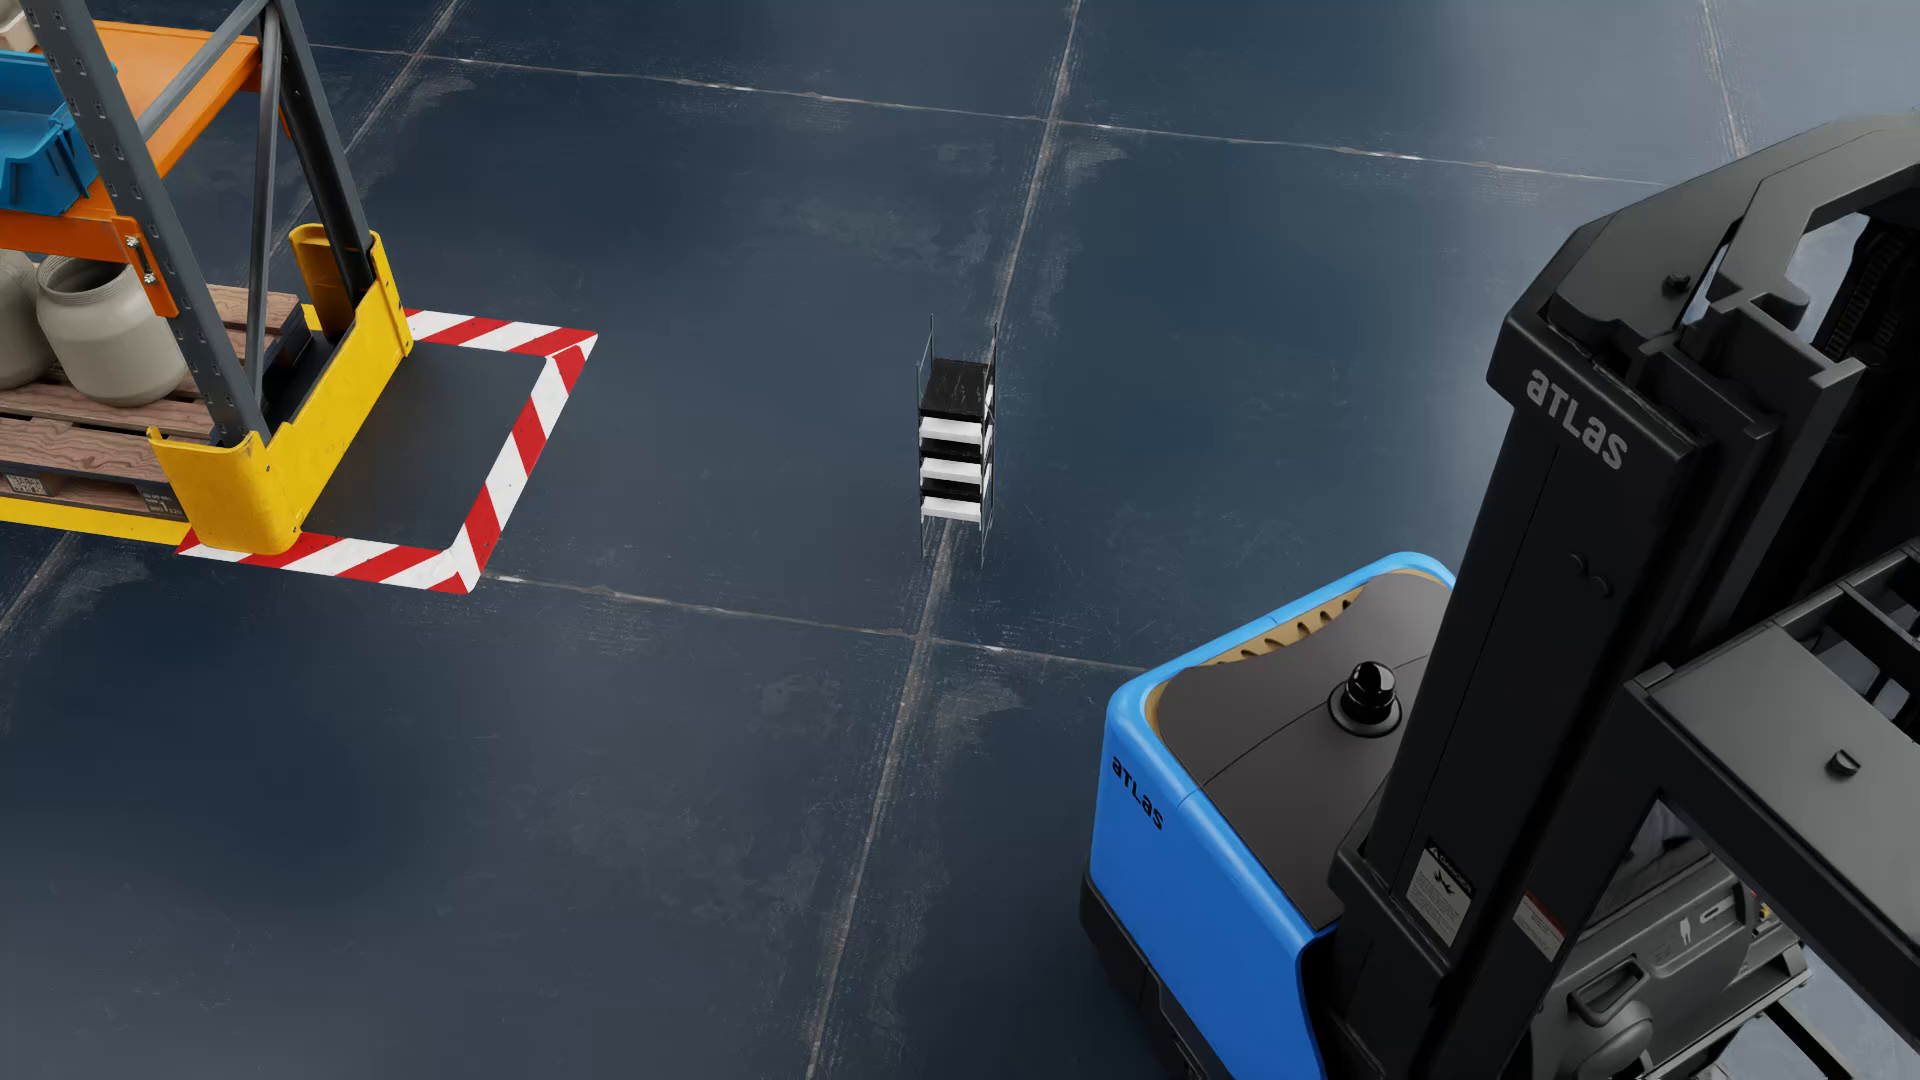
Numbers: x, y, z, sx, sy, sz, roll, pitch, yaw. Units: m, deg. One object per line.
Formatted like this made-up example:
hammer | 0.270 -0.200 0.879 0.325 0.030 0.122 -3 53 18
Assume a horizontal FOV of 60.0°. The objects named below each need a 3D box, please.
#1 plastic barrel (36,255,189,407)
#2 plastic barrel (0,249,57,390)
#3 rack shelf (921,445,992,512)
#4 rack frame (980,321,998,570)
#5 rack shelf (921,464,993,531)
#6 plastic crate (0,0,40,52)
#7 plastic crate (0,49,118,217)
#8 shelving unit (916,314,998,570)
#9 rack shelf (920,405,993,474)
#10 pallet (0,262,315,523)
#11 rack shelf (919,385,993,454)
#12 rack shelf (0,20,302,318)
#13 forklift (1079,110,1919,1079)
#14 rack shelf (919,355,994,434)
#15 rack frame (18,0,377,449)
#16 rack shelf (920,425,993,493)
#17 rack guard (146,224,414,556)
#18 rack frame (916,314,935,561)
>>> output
plastic barrel | -2.954 -0.755 5.802 0.421 0.512 0.421 0 48 0
plastic barrel | -3.447 -0.822 5.862 0.421 0.512 0.421 0 48 0
rack shelf | -0.008 -0.219 5.508 0.200 0.077 0.258 8 49 7
rack frame | 0.092 -0.288 5.404 0.006 0.900 0.240 8 49 7
rack shelf | -0.008 -0.159 5.575 0.200 0.077 0.258 8 49 7
plastic crate | -3.116 -1.681 5.421 0.250 0.136 0.298 8 49 7
plastic crate | -2.839 -1.213 4.923 0.616 0.251 0.499 8 49 7
shelving unit | -0.008 -0.302 5.416 0.210 0.900 0.258 8 49 7
rack shelf | -0.008 -0.340 5.374 0.200 0.077 0.258 8 49 7
pallet | -3.175 -0.570 6.121 1.213 0.211 1.003 8 49 7
rack shelf | -0.008 -0.400 5.307 0.200 0.077 0.258 8 49 7
rack shelf | -4.261 -1.440 5.511 4.000 0.370 1.077 8 49 7
forklift | 1.512 0.873 2.995 1.130 2.935 3.031 -23 52 -20
rack shelf | -0.008 -0.460 5.240 0.200 0.077 0.258 8 49 7
rack frame | -2.293 -1.415 5.005 0.127 3.000 1.000 8 49 7
rack shelf | -0.008 -0.280 5.441 0.200 0.077 0.258 8 49 7
rack guard | -2.376 -0.556 5.913 0.348 0.500 1.175 8 49 7
rack frame | -0.108 -0.315 5.428 0.006 0.900 0.240 8 49 7
